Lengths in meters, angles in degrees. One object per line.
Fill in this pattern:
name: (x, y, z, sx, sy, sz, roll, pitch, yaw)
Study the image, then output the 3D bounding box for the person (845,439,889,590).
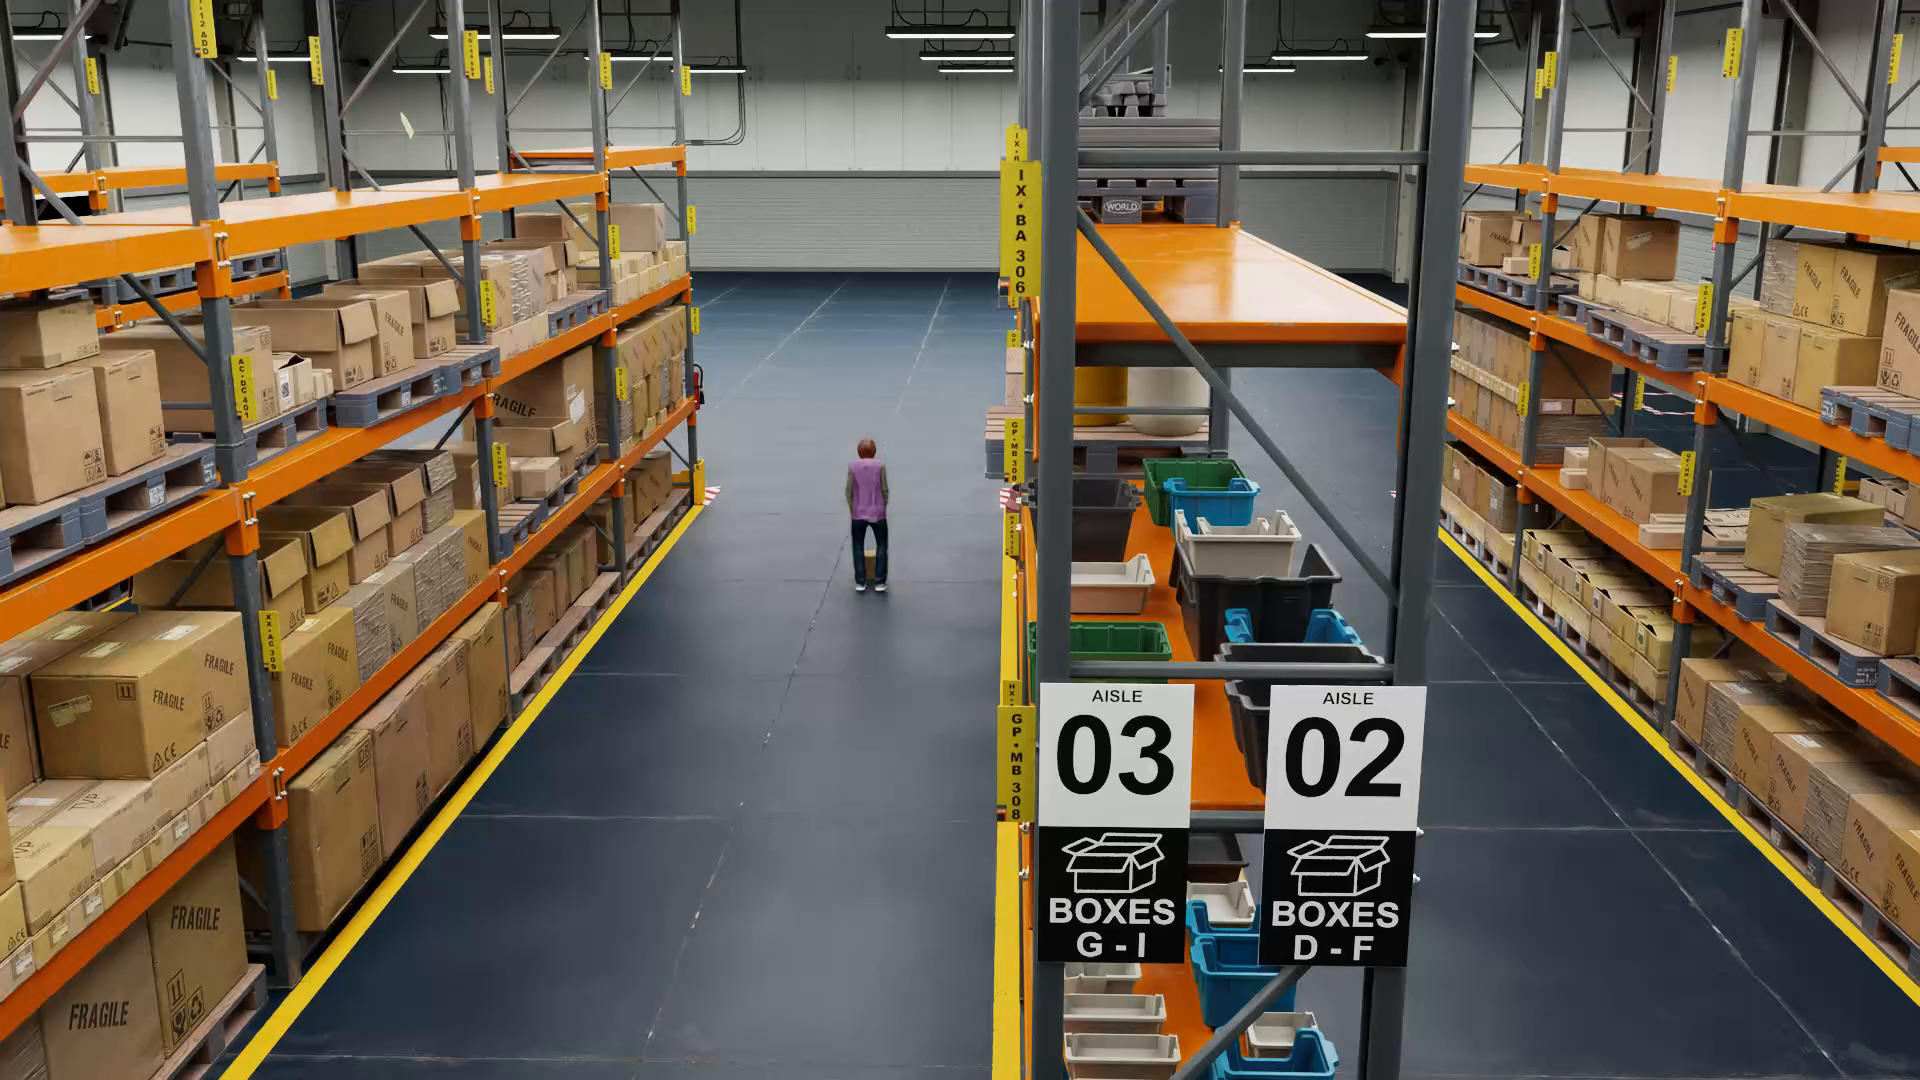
person: (-0.931, -0.225, 16.645, 0.437, 1.496, 0.436, 1, 14, 3)
